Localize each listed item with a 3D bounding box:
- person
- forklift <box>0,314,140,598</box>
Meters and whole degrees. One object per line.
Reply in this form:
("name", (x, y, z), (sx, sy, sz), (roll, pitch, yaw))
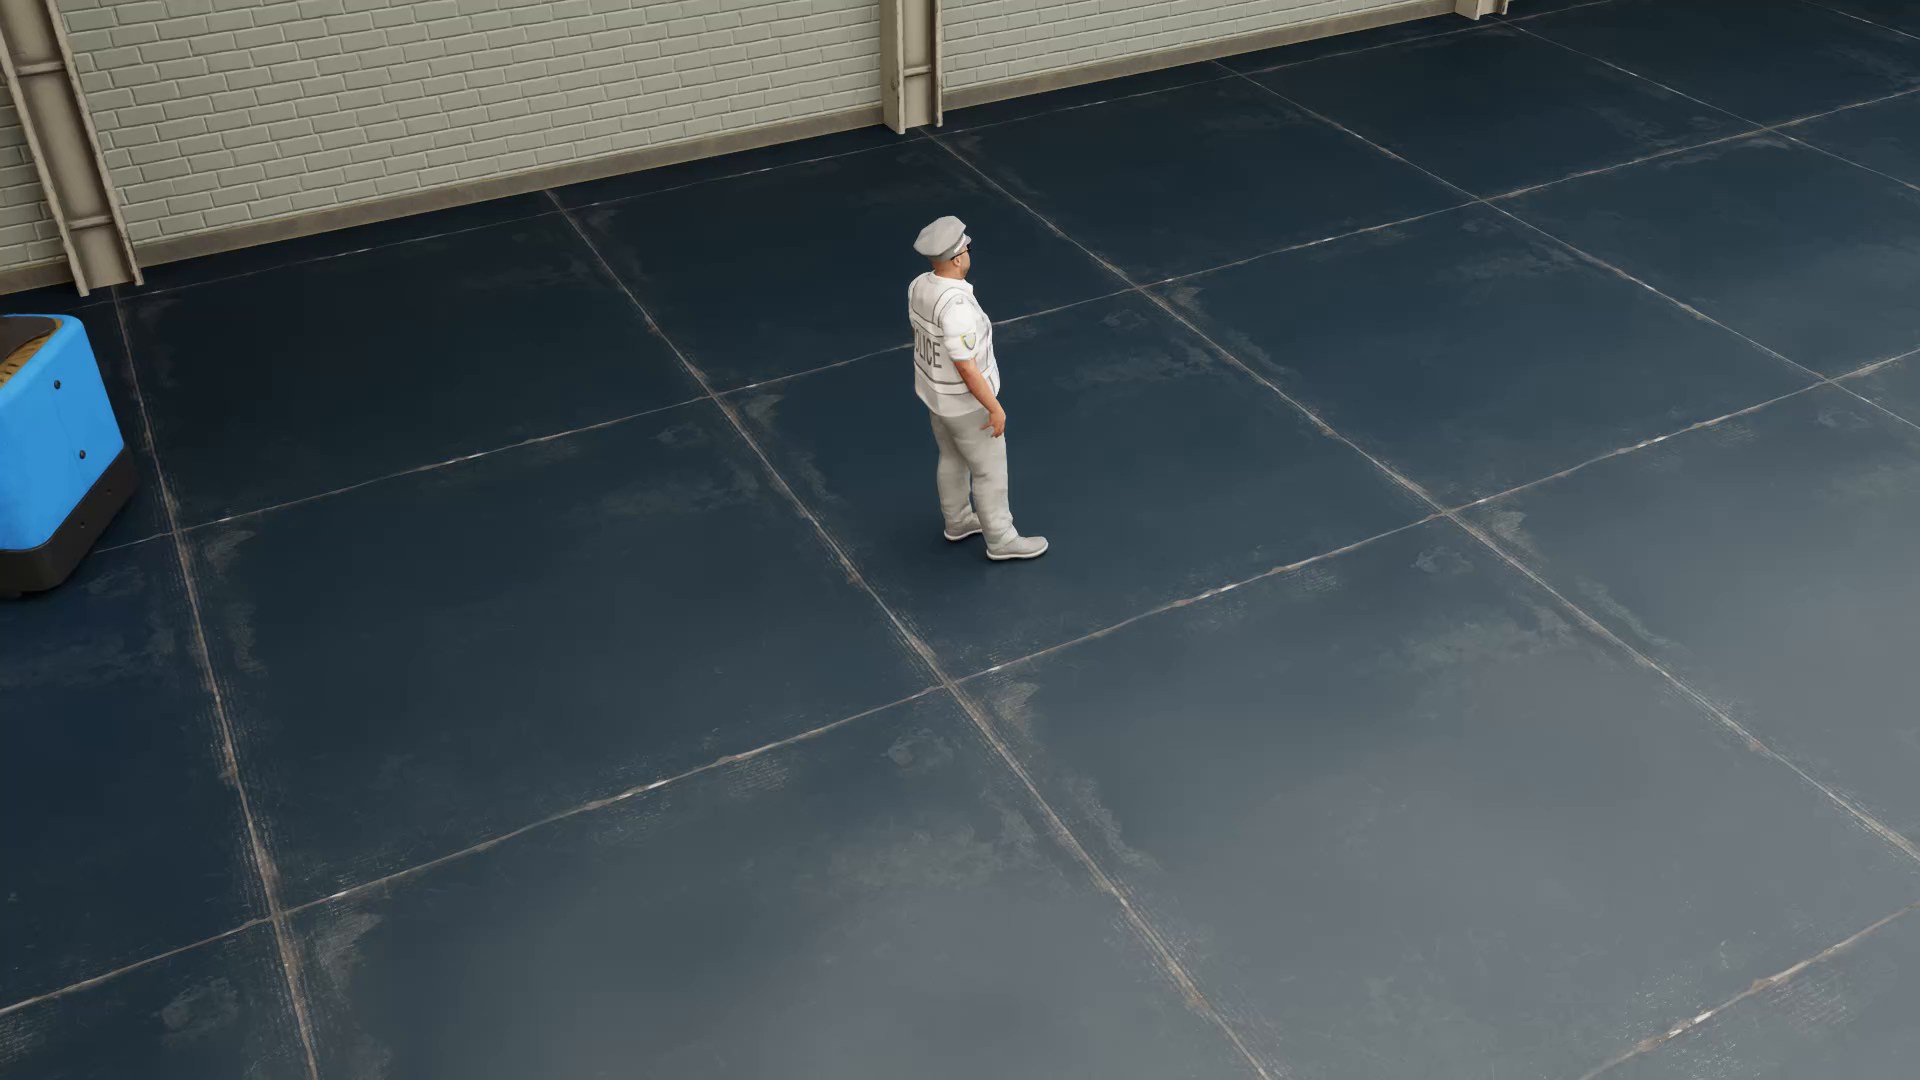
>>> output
("person", (0.074, -0.748, 8.165), (0.575, 1.781, 0.640), (-17, 39, -23))
("forklift", (-5.945, -1.208, 7.832), (3.031, 2.935, 1.130), (1, 35, 1))
